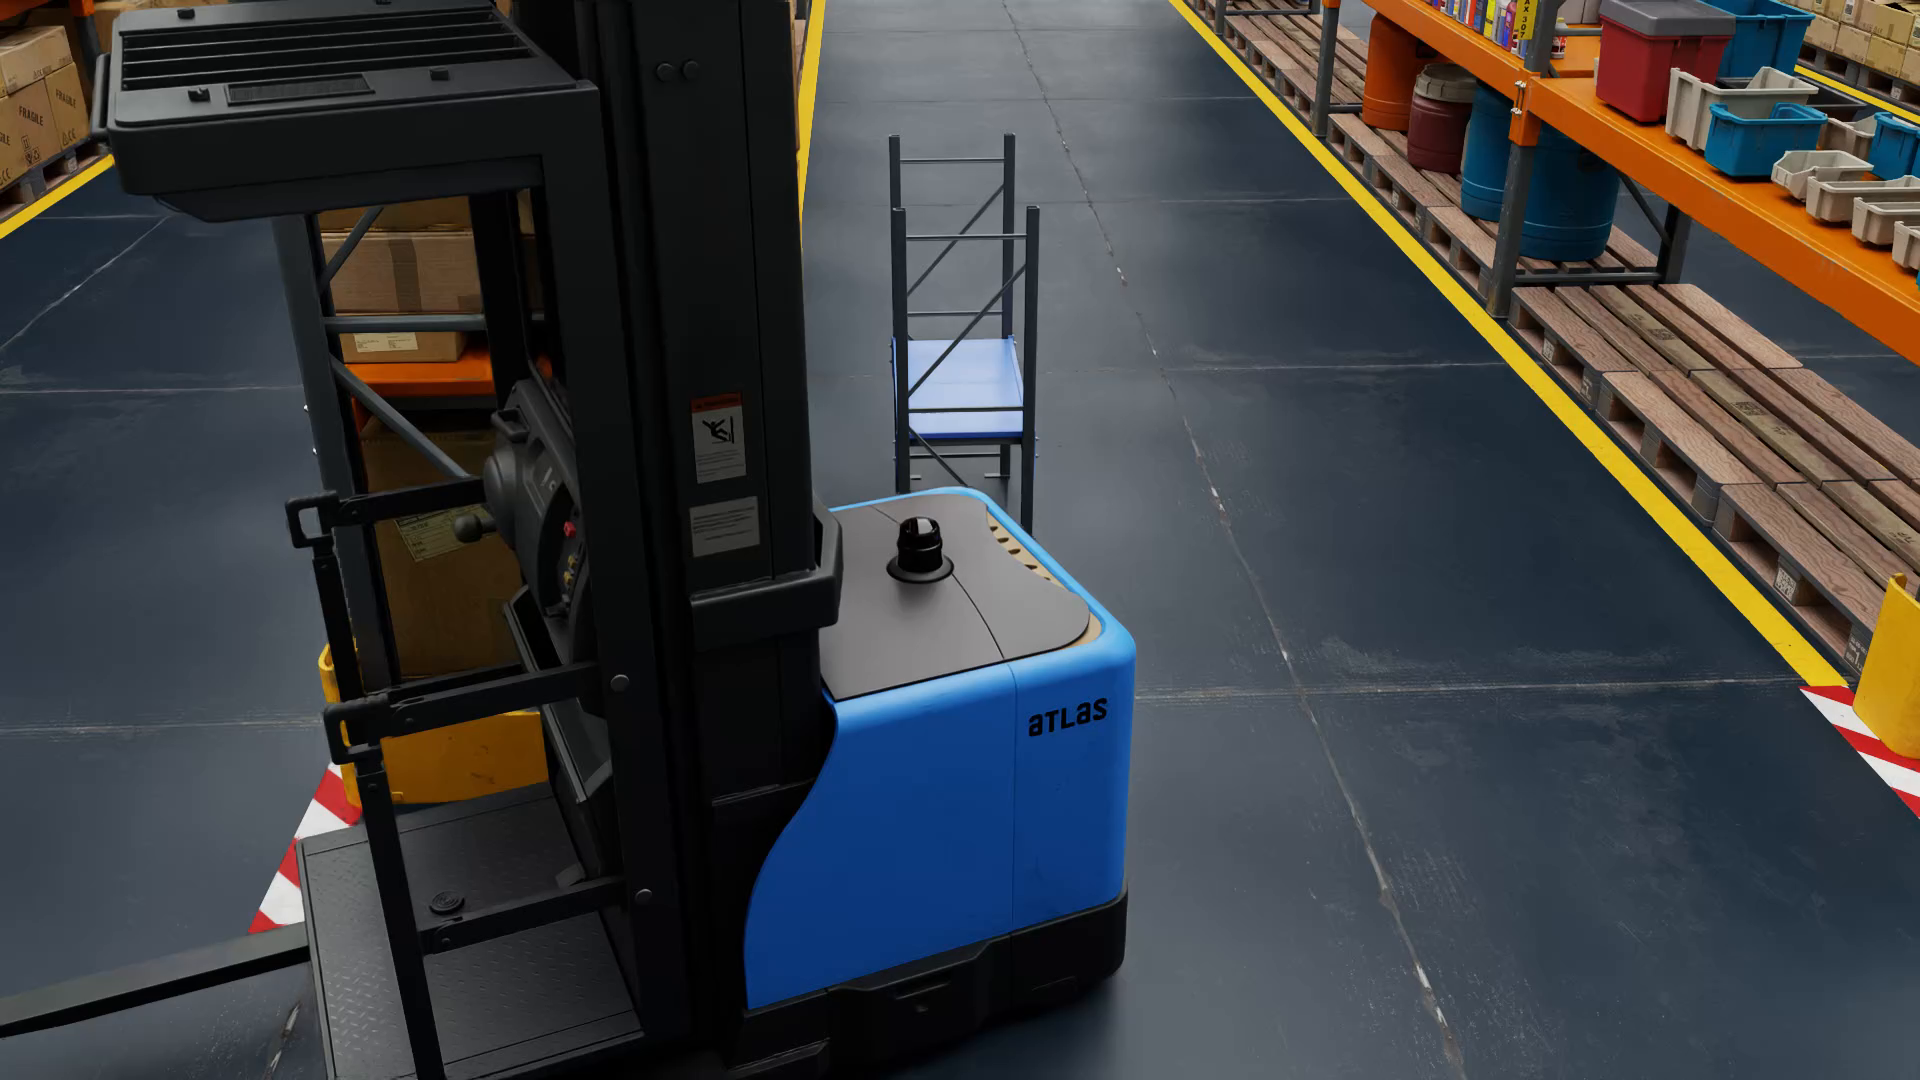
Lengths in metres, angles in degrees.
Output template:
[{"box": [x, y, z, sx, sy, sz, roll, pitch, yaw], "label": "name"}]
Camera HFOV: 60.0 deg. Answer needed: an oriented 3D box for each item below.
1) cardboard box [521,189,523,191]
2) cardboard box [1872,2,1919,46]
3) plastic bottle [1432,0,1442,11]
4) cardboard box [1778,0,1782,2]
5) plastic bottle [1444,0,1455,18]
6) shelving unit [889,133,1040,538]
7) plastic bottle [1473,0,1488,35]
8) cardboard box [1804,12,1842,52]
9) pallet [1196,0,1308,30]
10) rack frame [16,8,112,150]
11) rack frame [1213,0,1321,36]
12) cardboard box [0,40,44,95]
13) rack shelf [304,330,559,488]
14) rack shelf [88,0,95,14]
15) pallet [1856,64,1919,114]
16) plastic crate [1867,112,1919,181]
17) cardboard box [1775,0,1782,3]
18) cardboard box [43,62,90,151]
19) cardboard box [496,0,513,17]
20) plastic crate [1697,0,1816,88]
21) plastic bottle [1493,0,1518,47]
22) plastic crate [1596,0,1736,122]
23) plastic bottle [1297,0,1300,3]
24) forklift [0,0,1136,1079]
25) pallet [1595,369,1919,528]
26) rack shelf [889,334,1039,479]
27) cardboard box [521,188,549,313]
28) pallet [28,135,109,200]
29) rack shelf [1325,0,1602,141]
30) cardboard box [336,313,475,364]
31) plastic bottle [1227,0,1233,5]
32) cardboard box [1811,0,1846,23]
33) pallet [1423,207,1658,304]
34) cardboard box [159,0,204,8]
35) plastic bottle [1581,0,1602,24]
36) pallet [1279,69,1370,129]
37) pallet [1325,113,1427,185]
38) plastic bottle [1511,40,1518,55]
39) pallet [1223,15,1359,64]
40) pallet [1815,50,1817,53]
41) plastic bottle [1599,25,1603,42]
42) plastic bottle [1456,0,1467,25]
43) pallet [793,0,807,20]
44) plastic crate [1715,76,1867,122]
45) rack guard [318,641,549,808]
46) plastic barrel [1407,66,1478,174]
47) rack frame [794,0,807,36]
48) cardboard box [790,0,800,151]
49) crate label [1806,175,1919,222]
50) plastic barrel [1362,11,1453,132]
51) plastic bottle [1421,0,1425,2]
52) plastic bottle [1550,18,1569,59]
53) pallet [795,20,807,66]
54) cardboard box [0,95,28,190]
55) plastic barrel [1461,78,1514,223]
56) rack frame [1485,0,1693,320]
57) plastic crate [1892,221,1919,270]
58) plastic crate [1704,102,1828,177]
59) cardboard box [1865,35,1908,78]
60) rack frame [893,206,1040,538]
[{"box": [-1.659, -1.119, 5.492, 0.500, 0.250, 0.500, -2, 28, -4], "label": "cardboard box"}, {"box": [7.826, -4.225, 13.521, 0.500, 0.311, 0.500, -2, 28, -3], "label": "cardboard box"}, {"box": [2.929, -3.368, 10.090, 0.061, 0.283, 0.133, -1, 28, -3], "label": "plastic bottle"}, {"box": [7.717, -5.169, 15.329, 0.500, 0.311, 0.500, -2, 28, -3], "label": "cardboard box"}, {"box": [2.987, -3.259, 9.889, 0.152, 0.276, 0.135, -1, 28, -3], "label": "plastic bottle"}, {"box": [-0.004, -0.704, 6.479, 0.538, 1.500, 1.048, -1, 28, -3], "label": "shelving unit"}, {"box": [3.010, -3.049, 9.405, 0.144, 0.351, 0.185, -1, 28, -3], "label": "plastic bottle"}, {"box": [7.778, -4.446, 14.549, 0.500, 0.250, 0.500, -1, 28, -2], "label": "cardboard box"}, {"box": [2.983, -5.338, 16.756, 1.003, 0.211, 1.213, -1, 28, -3], "label": "pallet"}, {"box": [-6.719, -4.223, 11.604, 1.000, 3.000, 0.127, -1, 28, -3], "label": "rack frame"}, {"box": [2.977, -6.263, 15.515, 1.000, 3.000, 0.127, -1, 28, -3], "label": "rack frame"}, {"box": [-6.384, -3.091, 10.871, 0.500, 0.250, 0.500, -1, 28, -2], "label": "cardboard box"}, {"box": [-1.447, -1.207, 6.598, 1.077, 0.370, 4.000, -1, 28, -3], "label": "rack shelf"}, {"box": [-6.823, -4.828, 13.541, 1.077, 0.370, 4.000, -1, 28, -3], "label": "rack shelf"}, {"box": [8.128, -3.679, 13.575, 1.003, 0.211, 1.213, -1, 28, -3], "label": "pallet"}, {"box": [3.835, -1.542, 6.580, 0.416, 0.233, 0.300, -1, 28, -3], "label": "plastic crate"}, {"box": [7.723, -4.920, 15.458, 0.500, 0.250, 0.500, -1, 28, -1], "label": "cardboard box"}, {"box": [-6.424, -3.004, 11.514, 0.500, 0.500, 0.500, -2, 28, -3], "label": "cardboard box"}, {"box": [-1.732, -2.152, 6.662, 0.500, 0.500, 0.500, -2, 28, -4], "label": "cardboard box"}, {"box": [3.760, -2.381, 8.024, 0.392, 0.384, 0.575, -1, 28, -3], "label": "plastic crate"}, {"box": [3.032, -2.857, 9.118, 0.152, 0.276, 0.135, -1, 28, -3], "label": "plastic bottle"}, {"box": [3.191, -2.205, 7.601, 0.402, 0.464, 0.583, -1, 28, -3], "label": "plastic crate"}, {"box": [3.393, -5.422, 16.453, 0.097, 0.201, 0.097, 0, 28, 0], "label": "plastic bottle"}, {"box": [-1.123, -0.040, 3.658, 3.031, 2.935, 1.130, -12, 30, -21], "label": "forklift"}, {"box": [3.538, -0.429, 7.344, 1.003, 0.211, 1.213, -1, 28, -3], "label": "pallet"}, {"box": [-0.004, -0.545, 6.562, 0.538, 0.185, 1.000, -1, 28, -3], "label": "rack shelf"}, {"box": [-1.098, -0.895, 5.064, 0.500, 0.250, 0.500, -2, 28, -4], "label": "cardboard box"}, {"box": [-6.680, -2.626, 11.557, 1.003, 0.211, 1.213, -1, 28, -3], "label": "pallet"}, {"box": [3.290, -3.173, 10.369, 1.077, 0.370, 4.000, -1, 28, -3], "label": "rack shelf"}, {"box": [-1.690, -0.647, 5.019, 0.380, 0.149, 0.250, -1, 28, -2], "label": "cardboard box"}, {"box": [2.647, -5.378, 16.367, 0.097, 0.201, 0.097, 0, 28, 0], "label": "plastic bottle"}, {"box": [7.778, -4.690, 14.411, 0.500, 0.311, 0.500, -1, 28, -1], "label": "cardboard box"}, {"box": [3.396, -1.690, 9.761, 1.003, 0.211, 1.213, -1, 28, -3], "label": "pallet"}, {"box": [-6.710, -4.099, 13.344, 1.050, 0.750, 0.750, -1, 28, -2], "label": "cardboard box"}, {"box": [3.702, -3.164, 9.707, 0.152, 0.276, 0.135, -1, 28, -3], "label": "plastic bottle"}, {"box": [3.184, -3.538, 13.306, 1.003, 0.211, 1.213, -1, 28, -3], "label": "pallet"}, {"box": [3.268, -2.817, 11.922, 1.003, 0.211, 1.213, -1, 28, -3], "label": "pallet"}, {"box": [3.018, -2.708, 8.913, 0.097, 0.201, 0.097, 0, 28, 0], "label": "plastic bottle"}, {"box": [3.057, -4.665, 15.466, 1.003, 0.211, 1.213, -1, 28, -3], "label": "pallet"}, {"box": [8.001, -4.805, 15.735, 1.003, 0.211, 1.213, -1, 28, -3], "label": "pallet"}, {"box": [3.608, -2.861, 9.207, 0.097, 0.201, 0.097, 0, 28, 0], "label": "plastic bottle"}, {"box": [2.999, -3.152, 9.683, 0.152, 0.276, 0.135, -1, 28, -3], "label": "plastic bottle"}, {"box": [-2.040, -5.217, 16.524, 1.003, 0.211, 1.213, -1, 28, -3], "label": "pallet"}, {"box": [3.721, -1.963, 7.503, 0.437, 0.125, 0.590, -1, 28, -3], "label": "plastic crate"}, {"box": [-1.342, 0.517, 5.217, 1.175, 0.500, 0.348, -1, 28, -3], "label": "rack guard"}, {"box": [3.287, -2.786, 11.001, 0.600, 0.588, 0.708, -1, 28, -3], "label": "plastic barrel"}, {"box": [-1.969, -6.144, 15.286, 1.000, 3.000, 0.127, -1, 28, -3], "label": "rack frame"}, {"box": [-1.745, -3.221, 11.526, 1.225, 0.875, 0.875, -3, 28, -5], "label": "cardboard box"}, {"box": [3.340, -1.266, 6.153, 0.396, 0.136, 0.243, -1, 28, -3], "label": "crate label"}, {"box": [3.228, -3.414, 11.946, 0.600, 0.830, 0.708, -1, 28, -3], "label": "plastic barrel"}, {"box": [2.958, -3.513, 10.376, 0.152, 0.276, 0.135, -1, 28, -3], "label": "plastic bottle"}, {"box": [3.175, -2.666, 8.834, 0.097, 0.201, 0.097, 0, 28, 0], "label": "plastic bottle"}, {"box": [-1.927, -4.548, 15.241, 1.003, 0.211, 1.213, -1, 28, -3], "label": "pallet"}, {"box": [-6.356, -2.520, 10.587, 0.500, 0.500, 0.500, -3, 28, -5], "label": "cardboard box"}, {"box": [3.346, -2.403, 9.929, 0.600, 0.901, 0.708, -1, 28, -3], "label": "plastic barrel"}, {"box": [3.395, -2.569, 8.431, 1.000, 3.000, 0.127, -1, 28, -3], "label": "rack frame"}, {"box": [3.380, -1.003, 5.650, 0.396, 0.136, 0.243, -1, 28, -3], "label": "plastic crate"}, {"box": [3.240, -1.616, 6.721, 0.416, 0.233, 0.300, -1, 28, -3], "label": "plastic crate"}, {"box": [7.831, -3.976, 13.649, 0.500, 0.250, 0.500, -2, 28, -3], "label": "cardboard box"}, {"box": [0.022, -0.470, 6.029, 0.500, 1.500, 0.032, -1, 28, -3], "label": "rack frame"}]
